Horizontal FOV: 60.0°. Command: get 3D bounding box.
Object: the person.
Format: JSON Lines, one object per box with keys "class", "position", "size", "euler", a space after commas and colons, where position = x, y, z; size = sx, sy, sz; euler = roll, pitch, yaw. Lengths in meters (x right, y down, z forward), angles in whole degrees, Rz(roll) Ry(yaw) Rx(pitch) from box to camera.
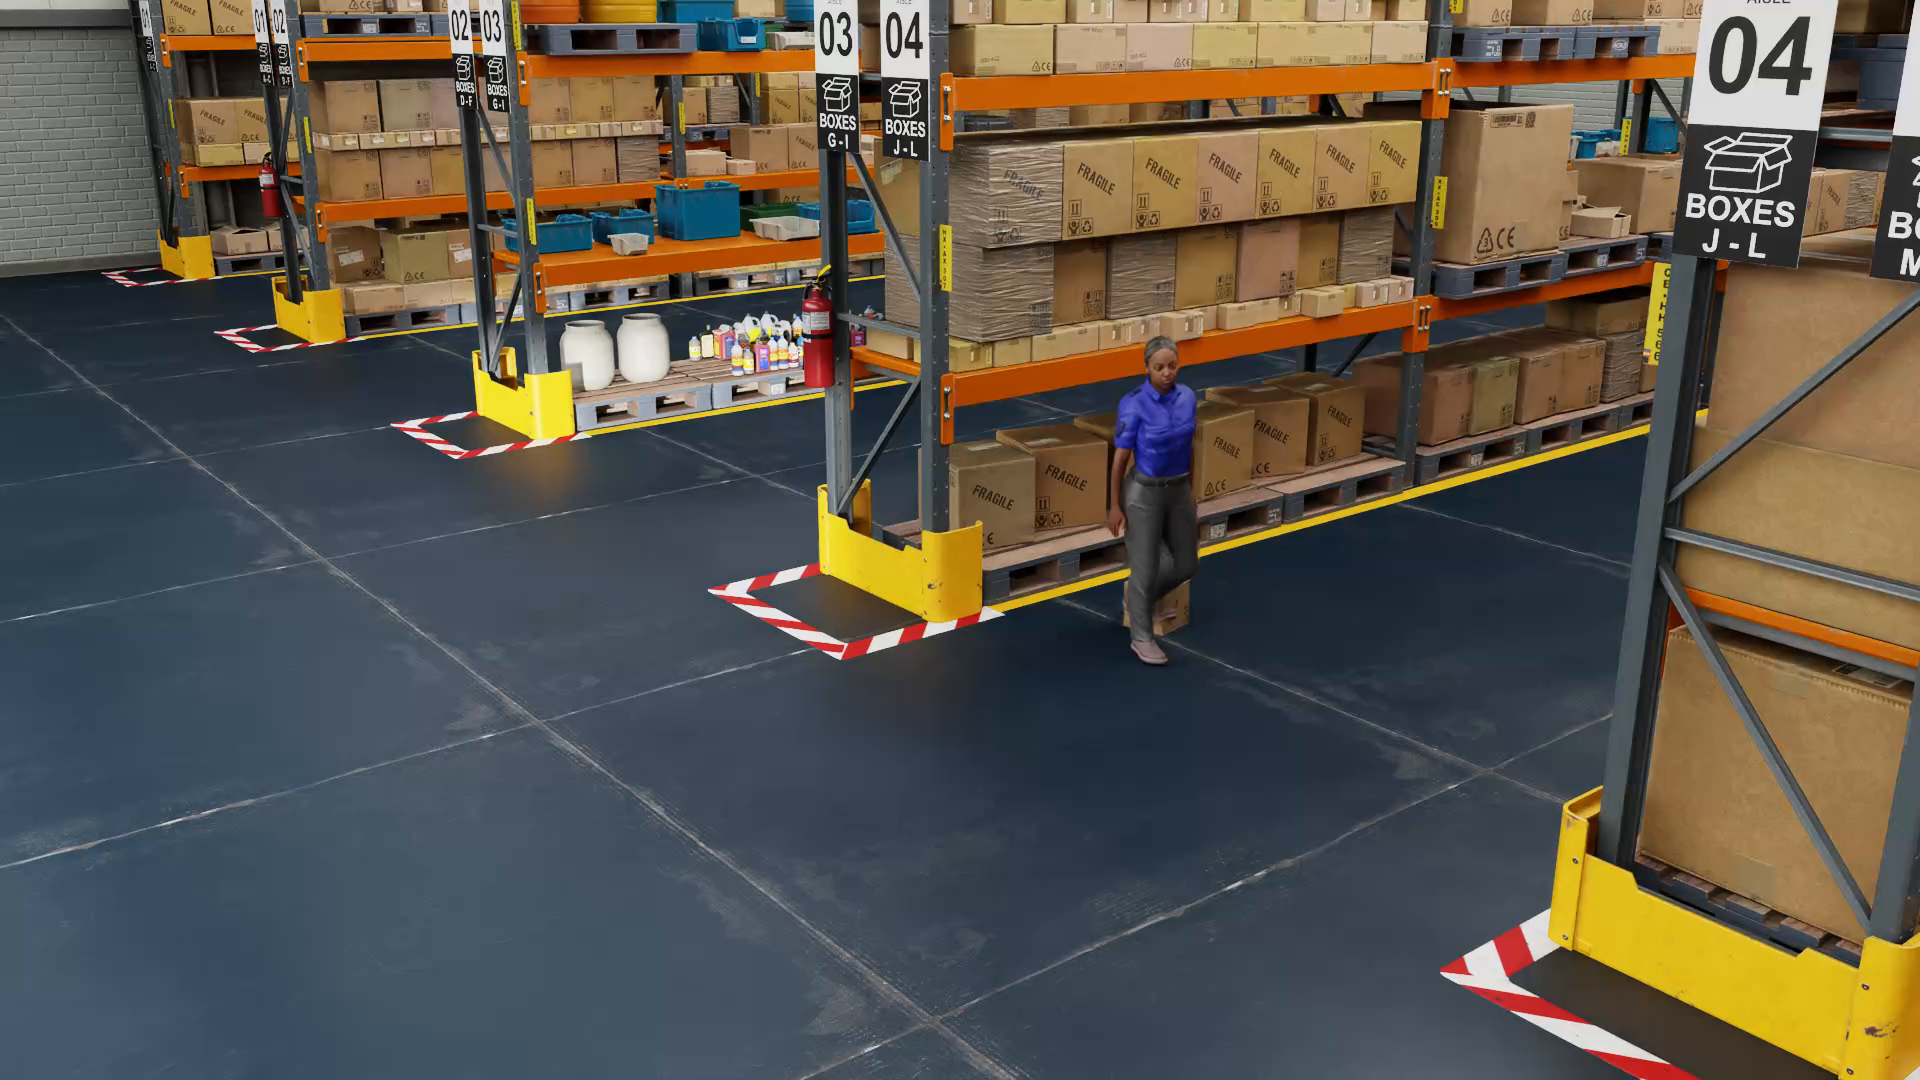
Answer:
{"class": "person", "position": [0.945, -0.228, 8.270], "size": [0.547, 1.648, 0.520], "euler": [-10, 20, -28]}
